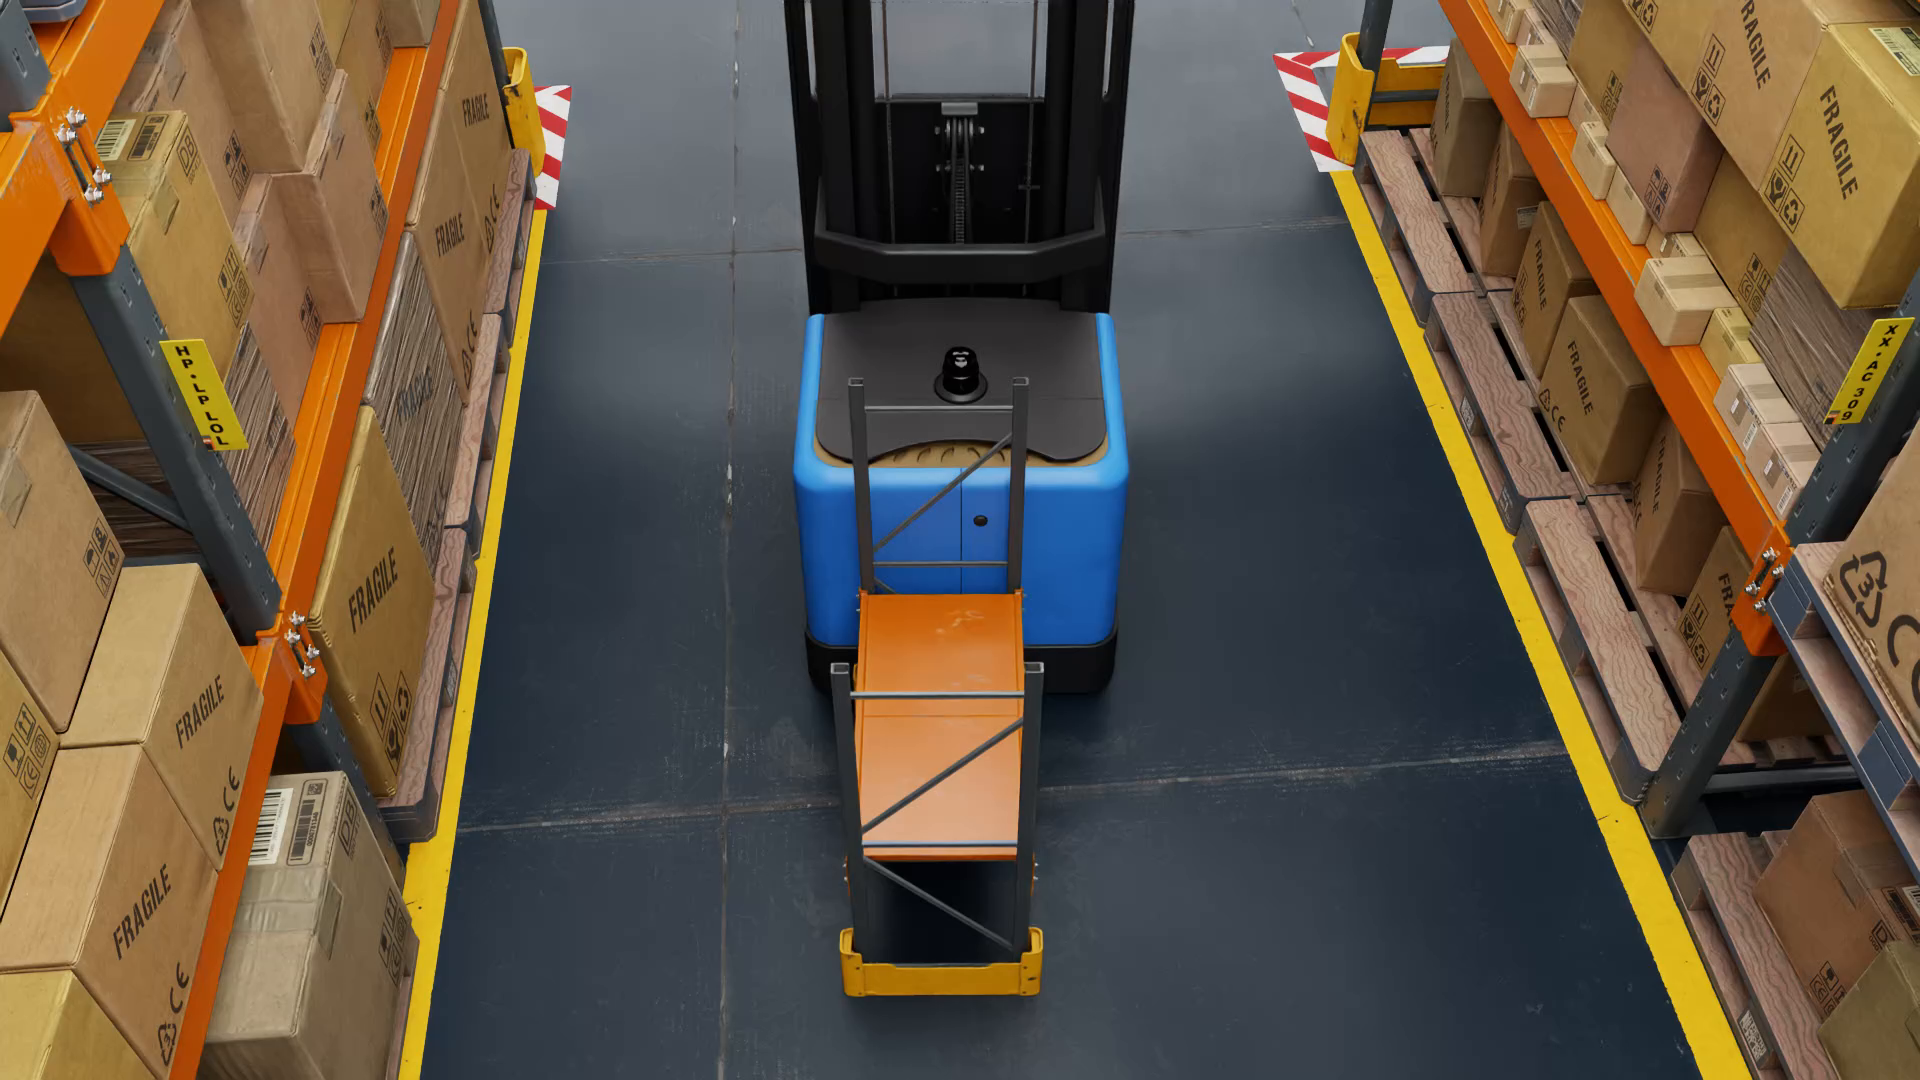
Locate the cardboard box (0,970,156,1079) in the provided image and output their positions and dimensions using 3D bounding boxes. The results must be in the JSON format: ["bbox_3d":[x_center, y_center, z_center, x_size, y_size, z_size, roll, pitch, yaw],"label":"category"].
[{"bbox_3d":[-1.849,1.146,3.030,0.500,0.500,0.500,-3,47,-3],"label":"cardboard box"}]

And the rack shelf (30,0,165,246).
[{"bbox_3d":[-2.411,-2.143,4.643,1.077,0.370,4.000,-3,47,-3],"label":"rack shelf"}]

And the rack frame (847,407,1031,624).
[{"bbox_3d":[-0.057,0.165,5.060,0.500,1.500,0.032,0,47,0],"label":"rack frame"}]

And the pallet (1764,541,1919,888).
[{"bbox_3d":[2.627,0.488,3.854,1.003,0.211,1.213,-3,47,-3],"label":"pallet"}]

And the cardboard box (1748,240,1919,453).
[{"bbox_3d":[2.732,-0.606,4.484,0.875,0.500,0.500,-3,47,-3],"label":"cardboard box"}]

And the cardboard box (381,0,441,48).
[{"bbox_3d":[-2.434,-2.195,6.160,0.875,0.550,0.550,-3,47,-3],"label":"cardboard box"}]

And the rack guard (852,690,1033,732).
[{"bbox_3d":[-0.057,0.609,5.501,0.587,0.250,0.087,0,47,0],"label":"rack guard"}]

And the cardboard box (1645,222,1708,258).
[{"bbox_3d":[2.403,-0.921,5.229,0.380,0.149,0.250,-3,47,-3],"label":"cardboard box"}]

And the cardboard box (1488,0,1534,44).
[{"bbox_3d":[2.222,-2.002,6.254,0.380,0.149,0.250,-3,47,-3],"label":"cardboard box"}]

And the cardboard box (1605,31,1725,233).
[{"bbox_3d":[2.583,-1.326,5.166,0.875,0.500,0.500,-3,47,-3],"label":"cardboard box"}]

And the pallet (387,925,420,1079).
[{"bbox_3d":[-2.104,1.601,4.589,1.003,0.211,1.213,-3,47,-3],"label":"pallet"}]

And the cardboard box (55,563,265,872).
[{"bbox_3d":[-1.933,0.415,3.722,0.500,0.500,0.500,-4,47,-4],"label":"cardboard box"}]

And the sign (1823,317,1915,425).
[{"bbox_3d":[2.168,-0.399,3.966,0.100,0.325,0.005,-3,47,-3],"label":"sign"}]

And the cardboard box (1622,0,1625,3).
[{"bbox_3d":[2.273,-2.015,5.130,0.500,0.500,0.500,-3,47,-3],"label":"cardboard box"}]

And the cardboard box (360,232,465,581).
[{"bbox_3d":[-2.306,-0.437,5.772,0.875,0.875,0.875,-3,47,-3],"label":"cardboard box"}]

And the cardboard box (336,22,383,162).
[{"bbox_3d":[-2.427,-1.401,5.408,0.875,0.550,0.500,-3,47,-3],"label":"cardboard box"}]

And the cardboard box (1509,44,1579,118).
[{"bbox_3d":[2.188,-1.636,5.907,0.380,0.149,0.250,-3,47,-3],"label":"cardboard box"}]

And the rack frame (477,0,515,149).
[{"bbox_3d":[-2.578,-2.806,6.841,1.000,3.000,0.127,-3,47,-3],"label":"rack frame"}]

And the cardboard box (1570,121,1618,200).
[{"bbox_3d":[2.286,-1.278,5.567,0.380,0.149,0.250,-3,47,-3],"label":"cardboard box"}]

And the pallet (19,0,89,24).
[{"bbox_3d":[-2.301,-1.505,3.605,1.003,0.211,1.213,-3,47,-3],"label":"pallet"}]

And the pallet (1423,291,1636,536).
[{"bbox_3d":[2.511,-0.550,6.625,1.003,0.211,1.213,-3,47,-3],"label":"pallet"}]

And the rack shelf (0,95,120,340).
[{"bbox_3d":[-2.076,0.751,1.902,1.077,0.370,4.000,-3,47,-3],"label":"rack shelf"}]

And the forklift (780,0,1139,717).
[{"bbox_3d":[-0.003,-1.465,5.618,1.130,2.935,3.031,0,47,0],"label":"forklift"}]

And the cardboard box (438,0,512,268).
[{"bbox_3d":[-2.456,-1.733,7.000,0.875,0.875,0.875,-3,47,-3],"label":"cardboard box"}]

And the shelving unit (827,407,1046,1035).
[{"bbox_3d":[-0.055,0.541,4.705,0.587,1.500,1.083,0,47,0],"label":"shelving unit"}]

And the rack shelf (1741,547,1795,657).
[{"bbox_3d":[2.875,1.554,3.208,1.077,0.370,4.000,-3,47,-3],"label":"rack shelf"}]

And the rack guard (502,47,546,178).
[{"bbox_3d":[-2.580,-1.964,7.766,1.175,0.500,0.348,-3,47,-3],"label":"rack guard"}]

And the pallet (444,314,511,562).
[{"bbox_3d":[-2.334,-0.393,6.477,1.003,0.211,1.213,-3,47,-3],"label":"pallet"}]

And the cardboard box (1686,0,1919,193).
[{"bbox_3d":[2.353,-1.291,4.445,0.500,0.500,0.500,-3,47,-3],"label":"cardboard box"}]

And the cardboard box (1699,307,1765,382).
[{"bbox_3d":[2.424,-0.558,4.885,0.380,0.149,0.250,-3,47,-3],"label":"cardboard box"}]

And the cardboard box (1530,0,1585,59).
[{"bbox_3d":[2.552,-2.053,5.854,0.875,0.500,0.500,-3,47,-3],"label":"cardboard box"}]

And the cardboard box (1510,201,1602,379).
[{"bbox_3d":[2.526,-0.982,6.546,0.500,0.500,0.500,0,47,0],"label":"cardboard box"}]

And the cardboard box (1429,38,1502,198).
[{"bbox_3d":[2.408,-1.866,7.384,0.500,0.500,0.500,4,47,4],"label":"cardboard box"}]

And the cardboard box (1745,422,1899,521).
[{"bbox_3d":[2.397,-0.192,4.538,0.380,0.149,0.250,-3,47,-3],"label":"cardboard box"}]

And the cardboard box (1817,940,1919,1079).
[{"bbox_3d":[2.759,1.360,4.315,0.700,0.500,0.500,-4,47,-4],"label":"cardboard box"}]

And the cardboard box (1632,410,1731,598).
[{"bbox_3d":[2.659,-0.131,5.740,0.500,0.500,0.500,10,47,9],"label":"cardboard box"}]

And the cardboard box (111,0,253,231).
[{"bbox_3d":[-2.402,-0.995,4.279,0.875,0.550,0.550,-3,47,-3],"label":"cardboard box"}]

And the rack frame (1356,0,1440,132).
[{"bbox_3d":[2.373,-3.034,7.058,1.000,3.000,0.127,-3,47,-3],"label":"rack frame"}]

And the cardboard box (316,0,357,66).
[{"bbox_3d":[-2.362,-1.777,5.020,0.875,0.550,0.500,-3,47,-3],"label":"cardboard box"}]

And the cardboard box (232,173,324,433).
[{"bbox_3d":[-2.355,-0.626,4.674,0.875,0.550,0.550,-3,47,-3],"label":"cardboard box"}]

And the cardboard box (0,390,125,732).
[{"bbox_3d":[-2.196,0.069,3.361,0.700,0.500,0.500,-4,47,-4],"label":"cardboard box"}]
